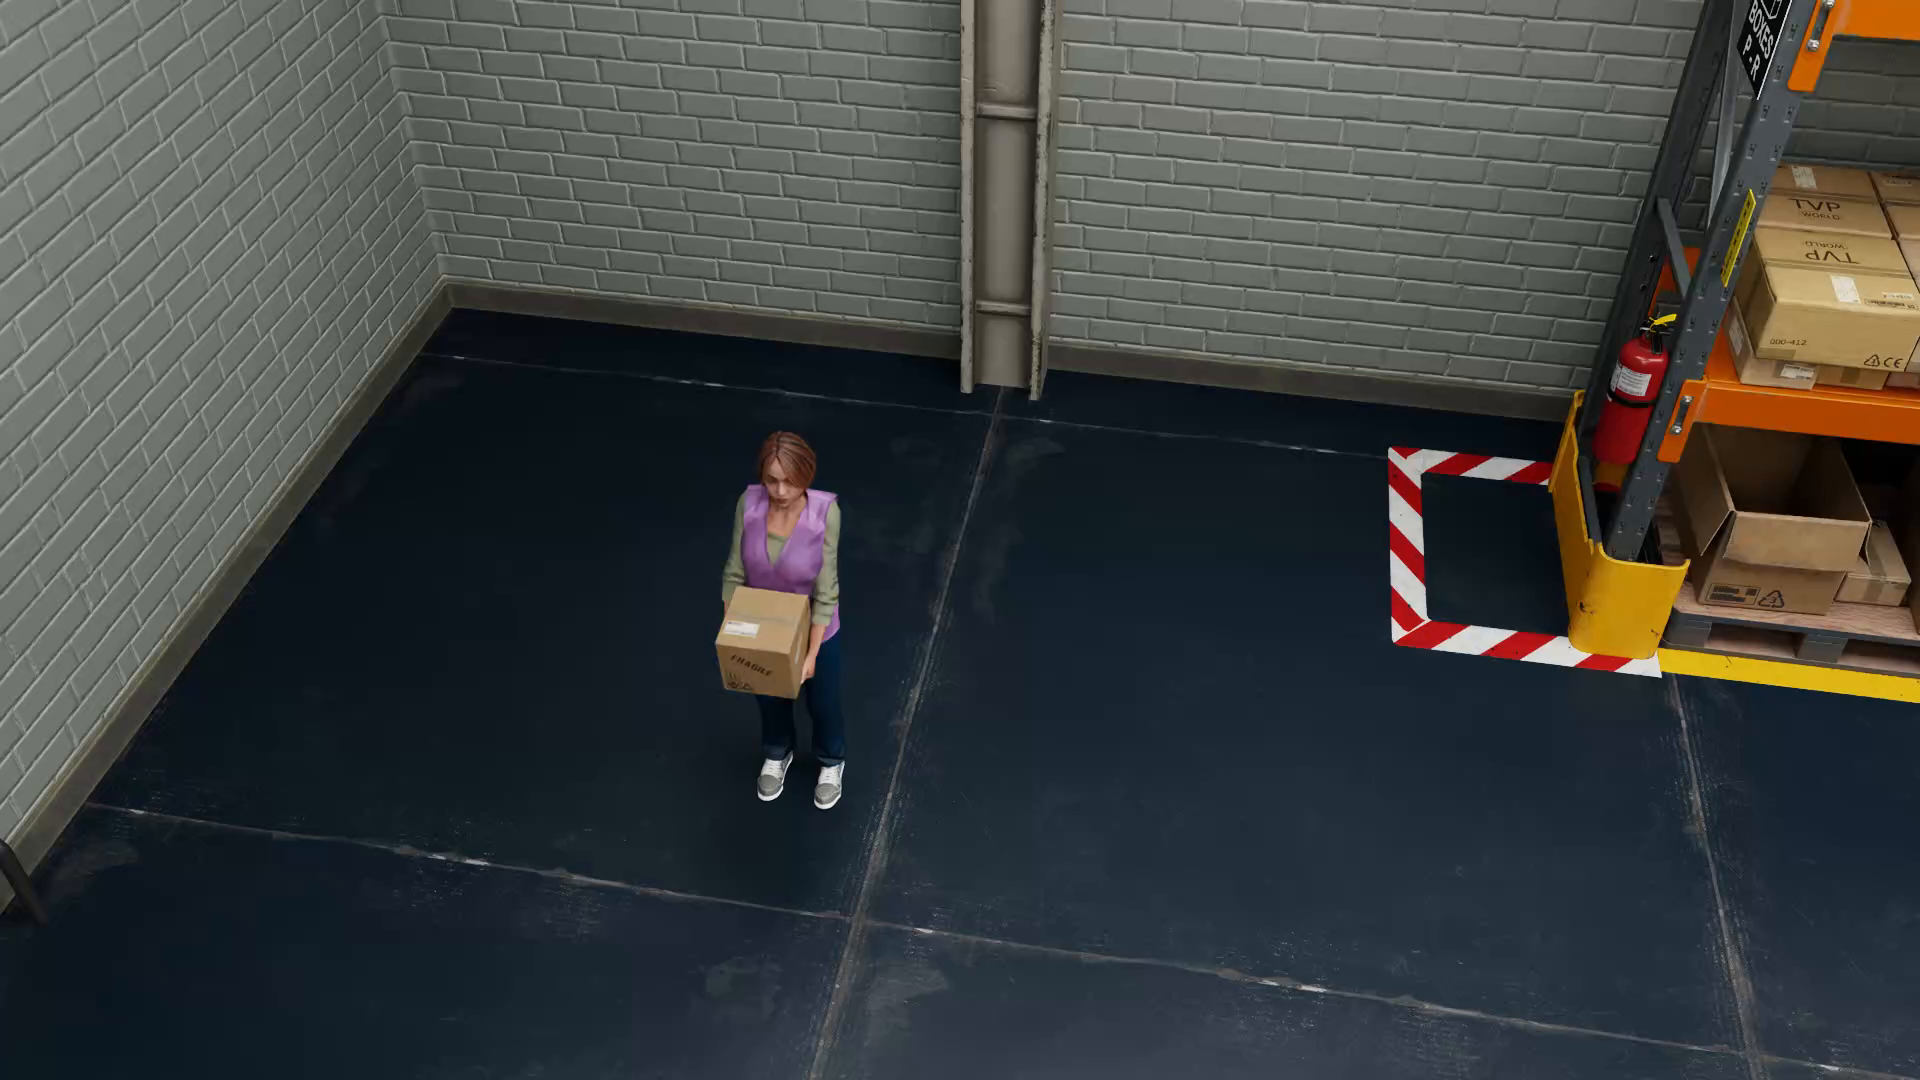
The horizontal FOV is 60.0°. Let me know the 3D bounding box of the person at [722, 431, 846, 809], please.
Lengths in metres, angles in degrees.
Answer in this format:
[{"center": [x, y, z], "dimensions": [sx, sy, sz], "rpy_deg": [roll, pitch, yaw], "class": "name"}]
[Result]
[{"center": [-0.607, 0.355, 5.763], "dimensions": [0.404, 1.594, 0.494], "rpy_deg": [7, 42, 8], "class": "person"}]
